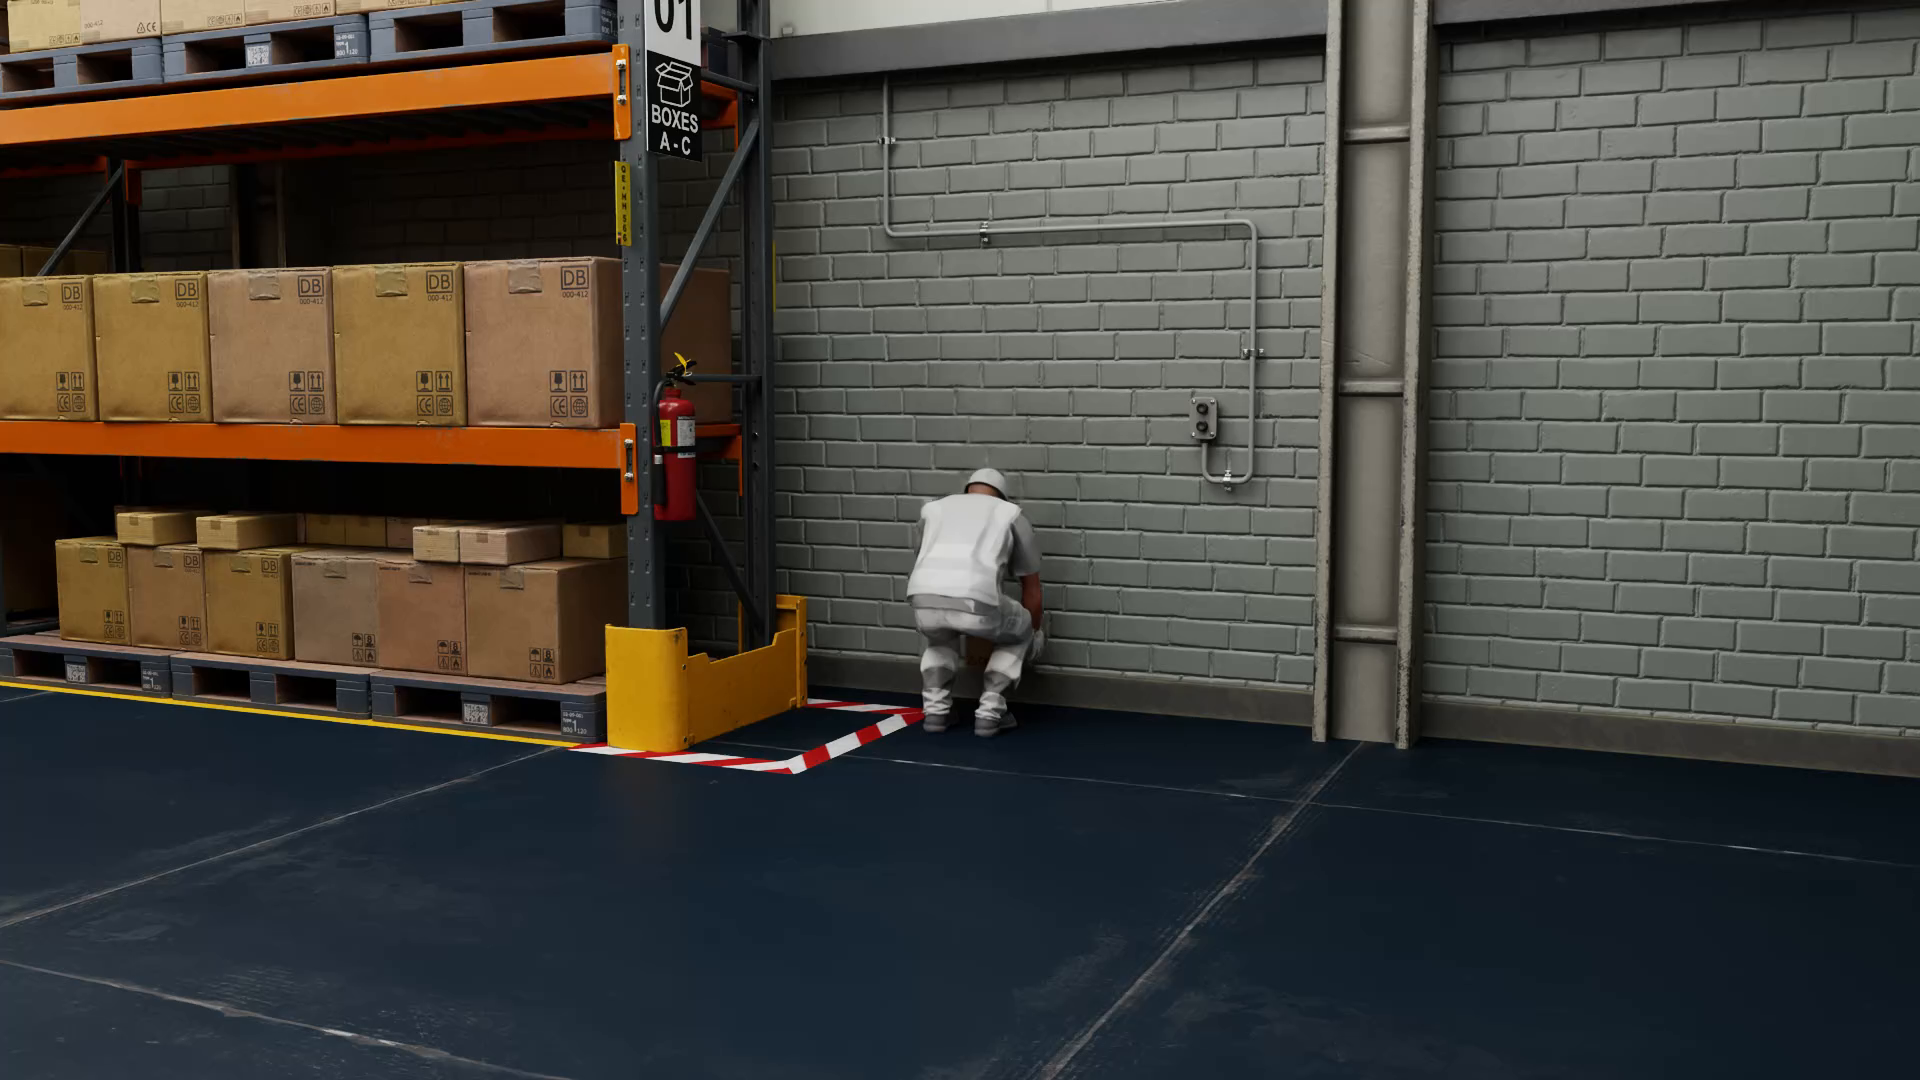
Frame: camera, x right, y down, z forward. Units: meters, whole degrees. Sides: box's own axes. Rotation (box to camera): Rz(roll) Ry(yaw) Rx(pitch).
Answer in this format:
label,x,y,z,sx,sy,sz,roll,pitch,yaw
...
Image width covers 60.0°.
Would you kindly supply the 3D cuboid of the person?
label,x,y,z,sx,sy,sz,roll,pitch,yaw
person,0.033,0.255,7.237,0.582,1.114,0.856,2,6,21
